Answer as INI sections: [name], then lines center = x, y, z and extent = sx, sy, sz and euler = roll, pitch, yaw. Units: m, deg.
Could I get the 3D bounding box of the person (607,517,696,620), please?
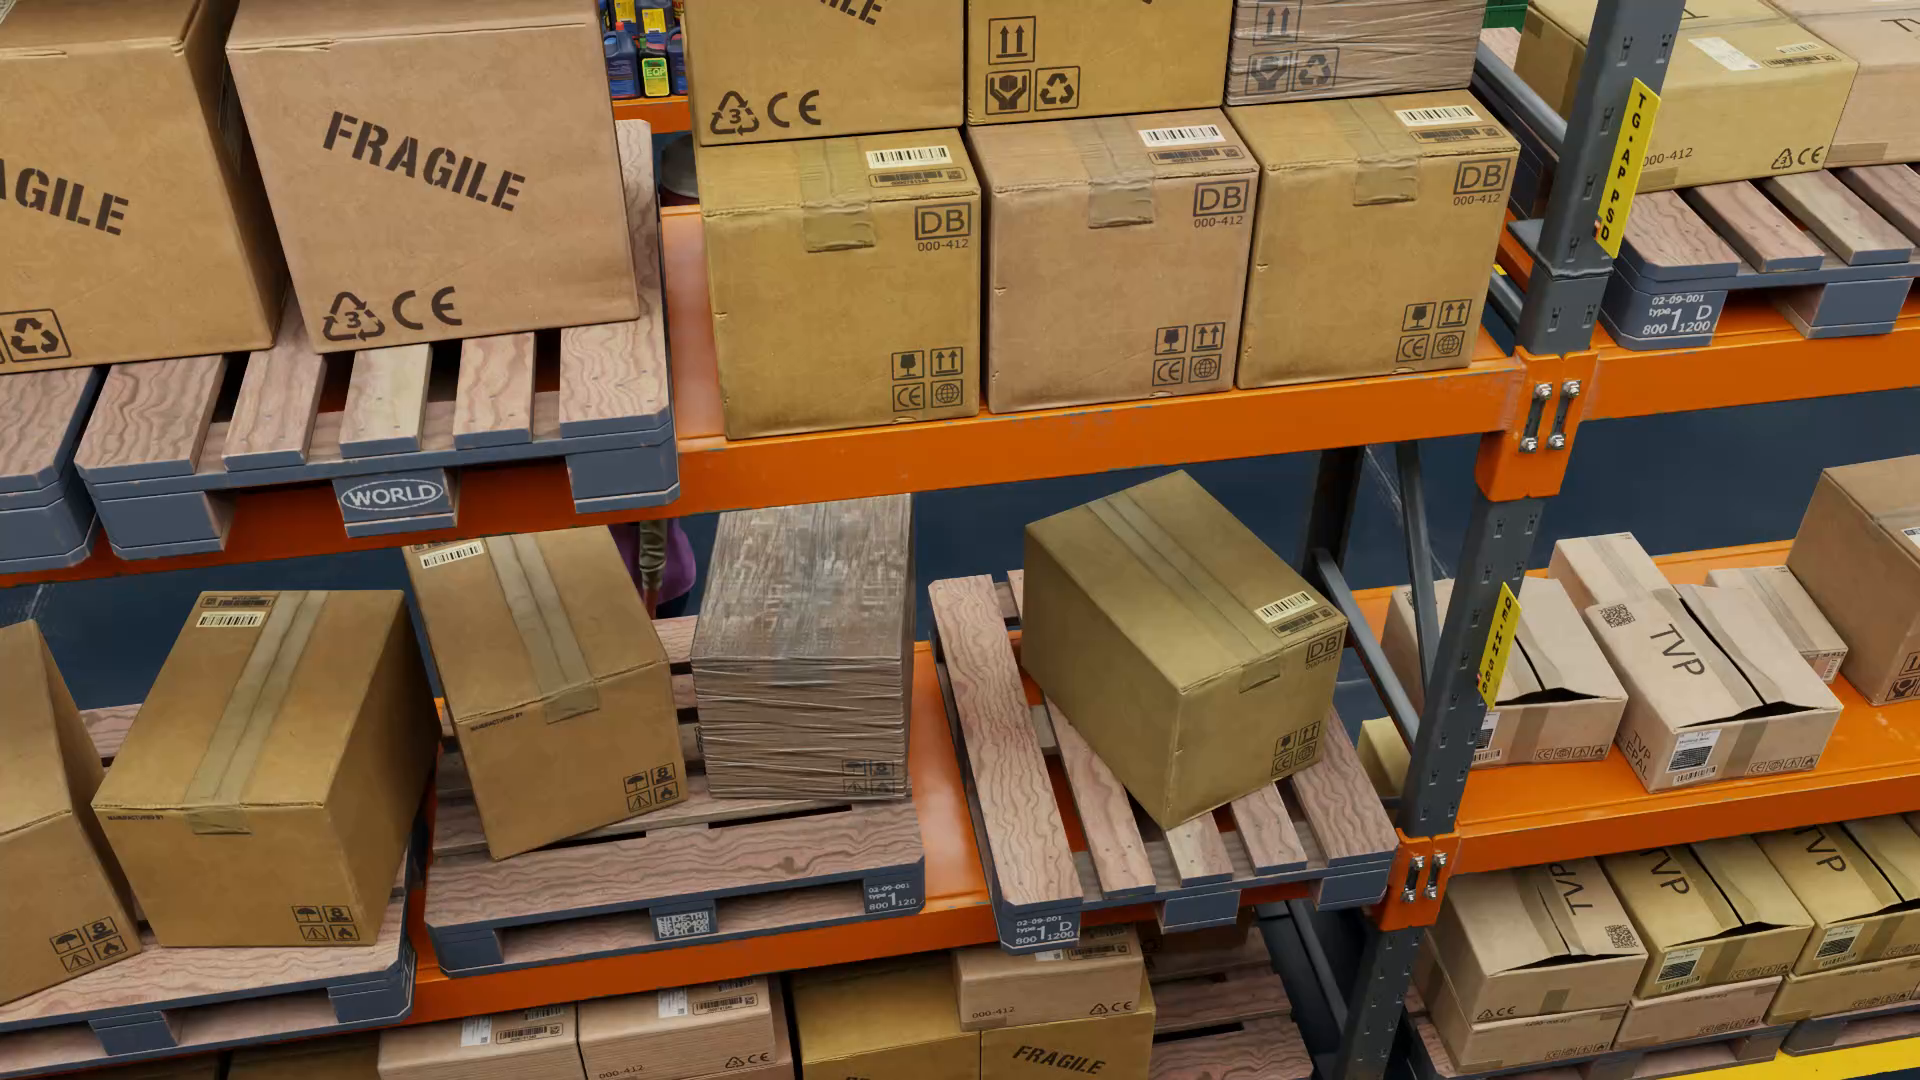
[person]
center = -1.089, 0.152, 5.993
extent = 0.313, 1.614, 0.406
euler = -5, 40, -7
